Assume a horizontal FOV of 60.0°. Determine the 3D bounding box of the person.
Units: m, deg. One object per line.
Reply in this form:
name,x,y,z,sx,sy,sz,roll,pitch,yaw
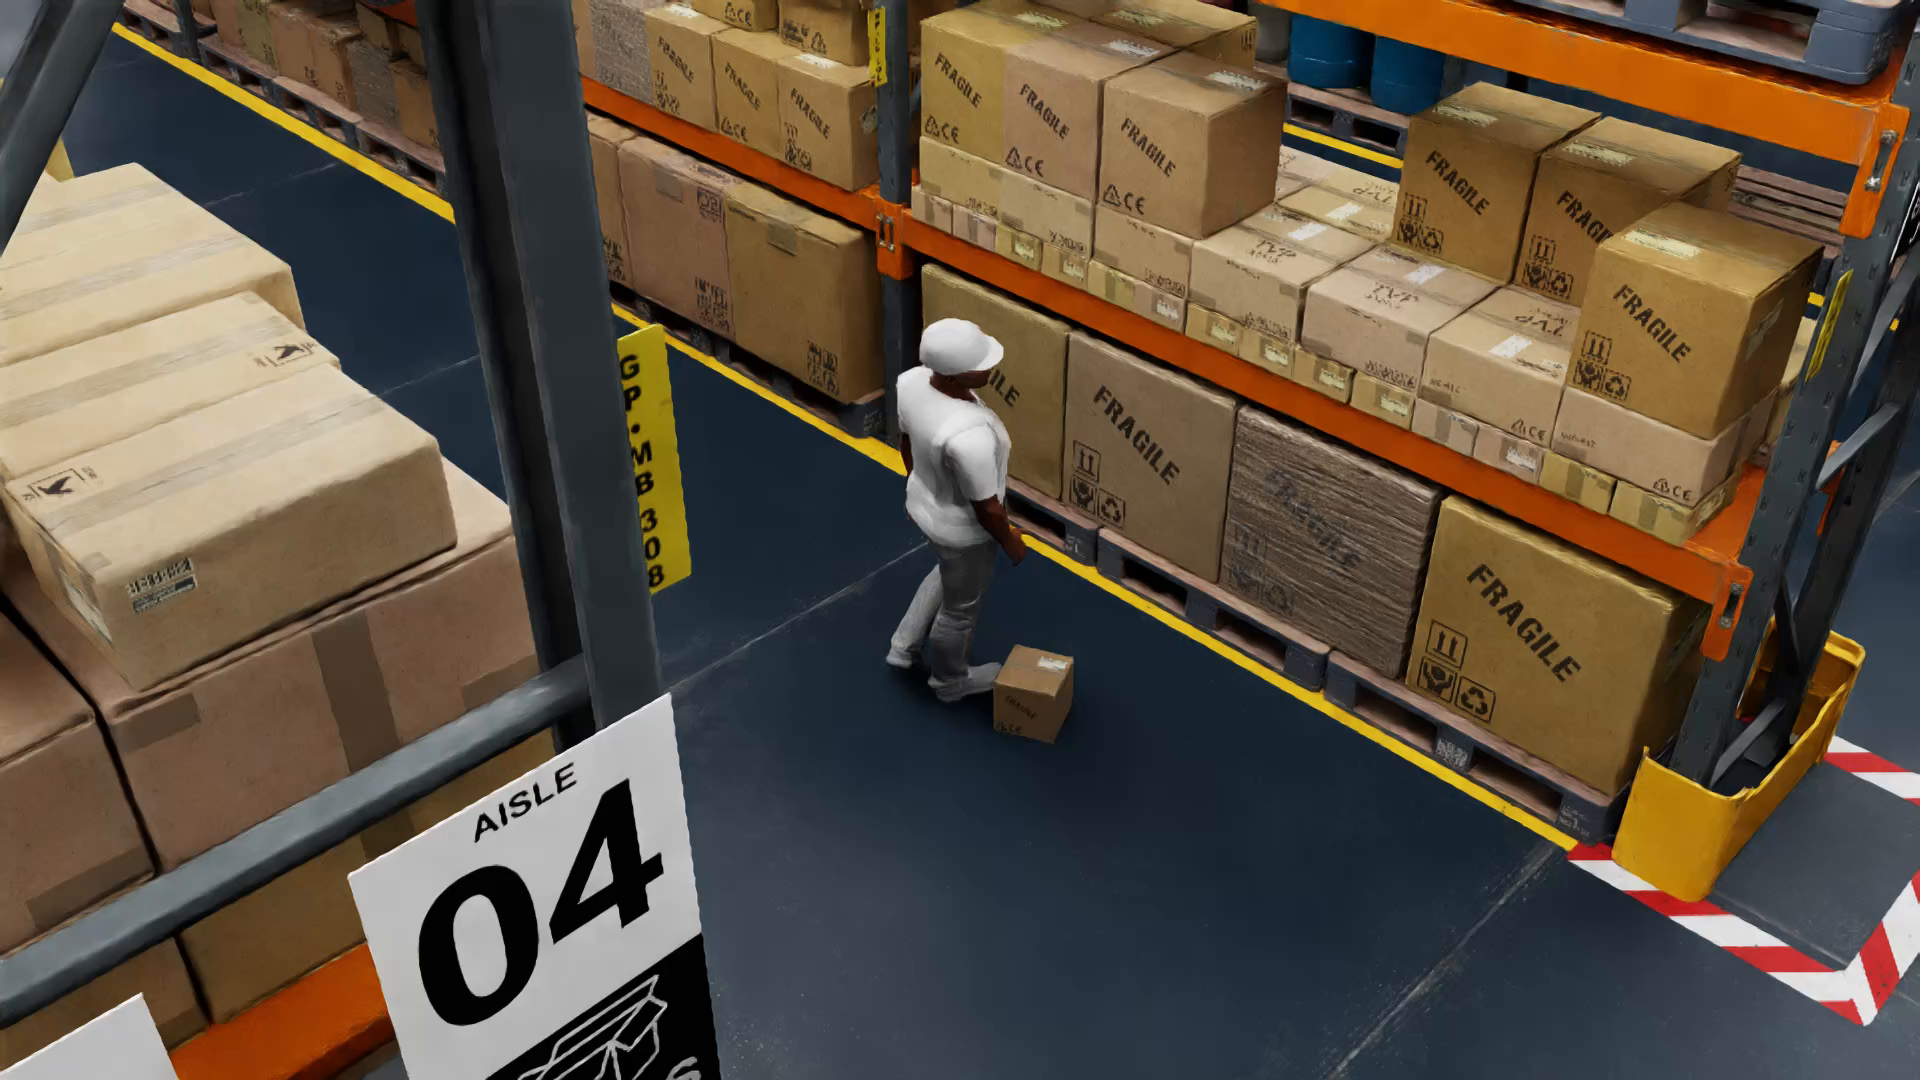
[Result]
person,-0.021,-0.081,6.230,0.475,1.761,0.620,-16,38,-22
